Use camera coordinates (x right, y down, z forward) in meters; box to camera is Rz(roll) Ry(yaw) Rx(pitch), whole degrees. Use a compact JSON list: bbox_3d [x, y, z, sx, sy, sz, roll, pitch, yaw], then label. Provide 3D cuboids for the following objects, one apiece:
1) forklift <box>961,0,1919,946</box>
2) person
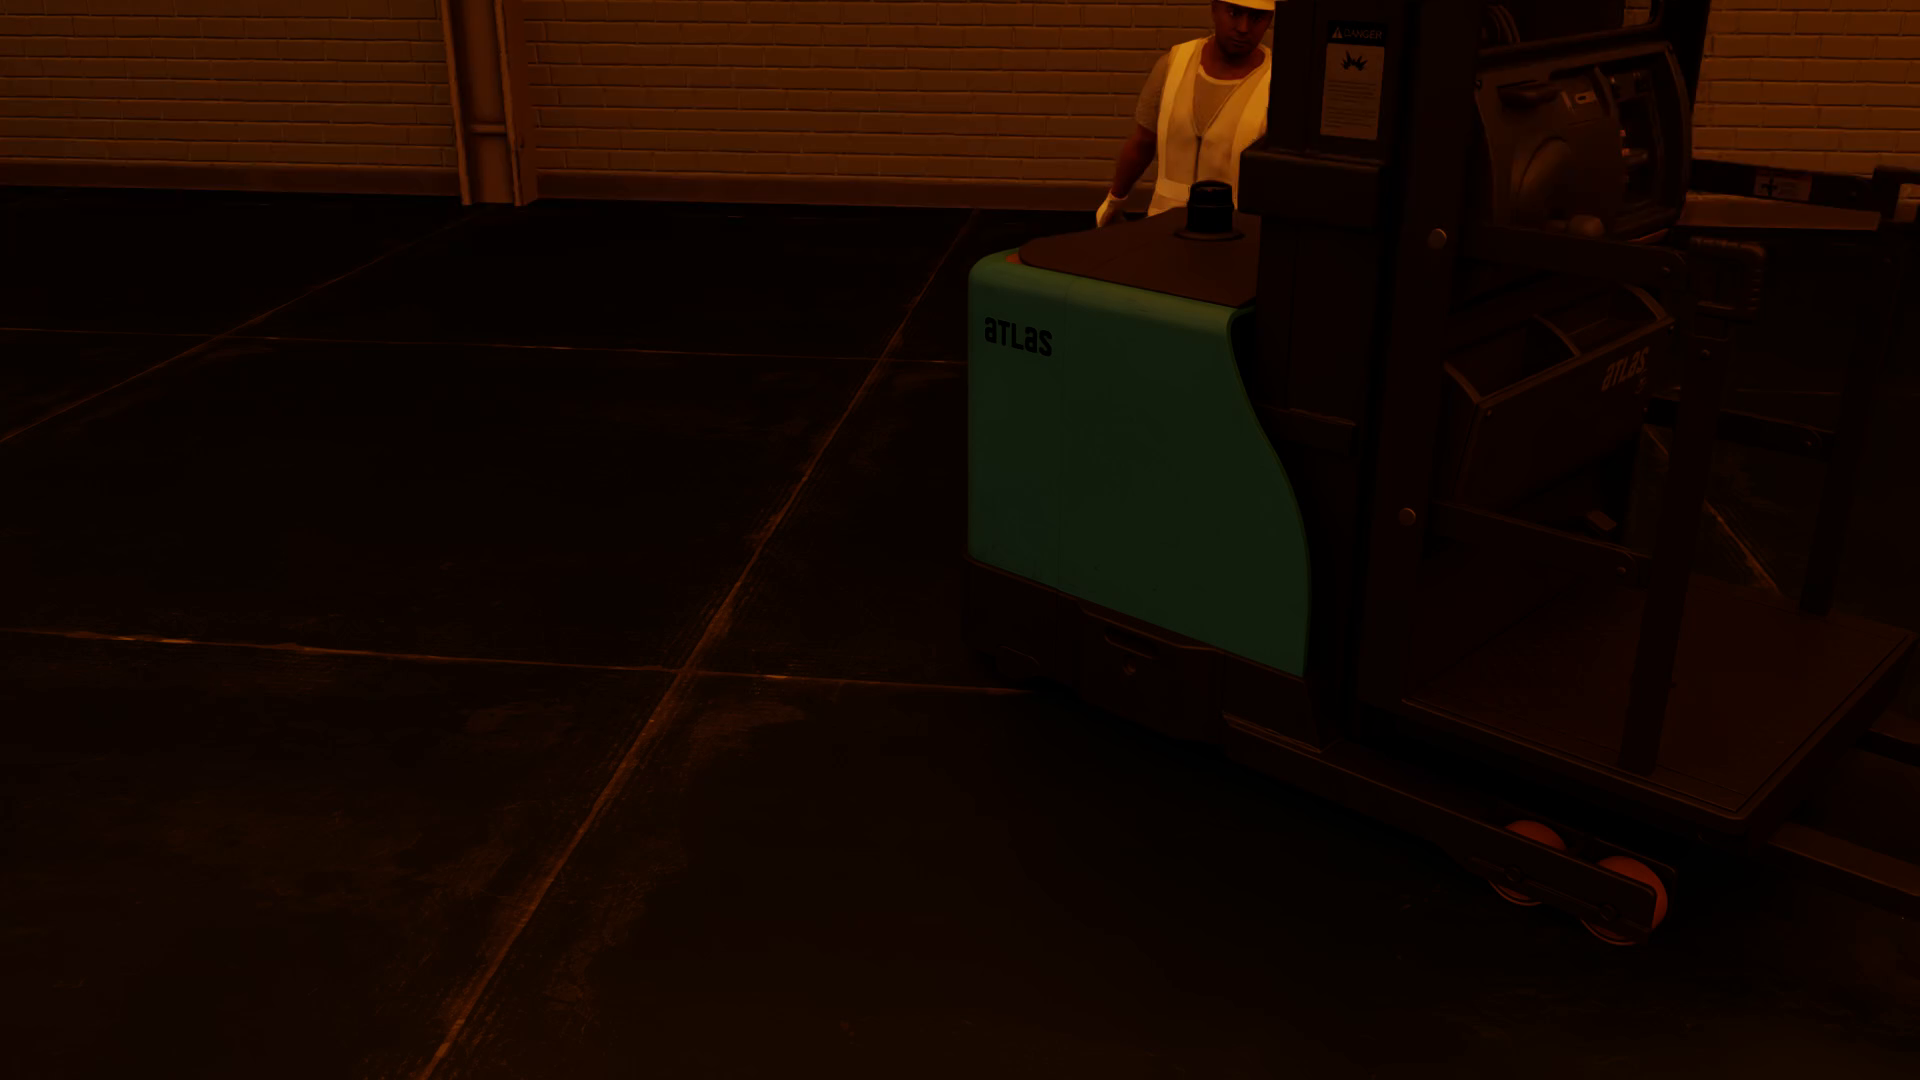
[{"bbox_3d":[1.421,-0.794,3.226,3.031,2.935,1.130,19,29,40],"label":"forklift"},{"bbox_3d":[0.803,-0.949,5.281,0.907,1.741,0.486,16,27,34],"label":"person"}]
